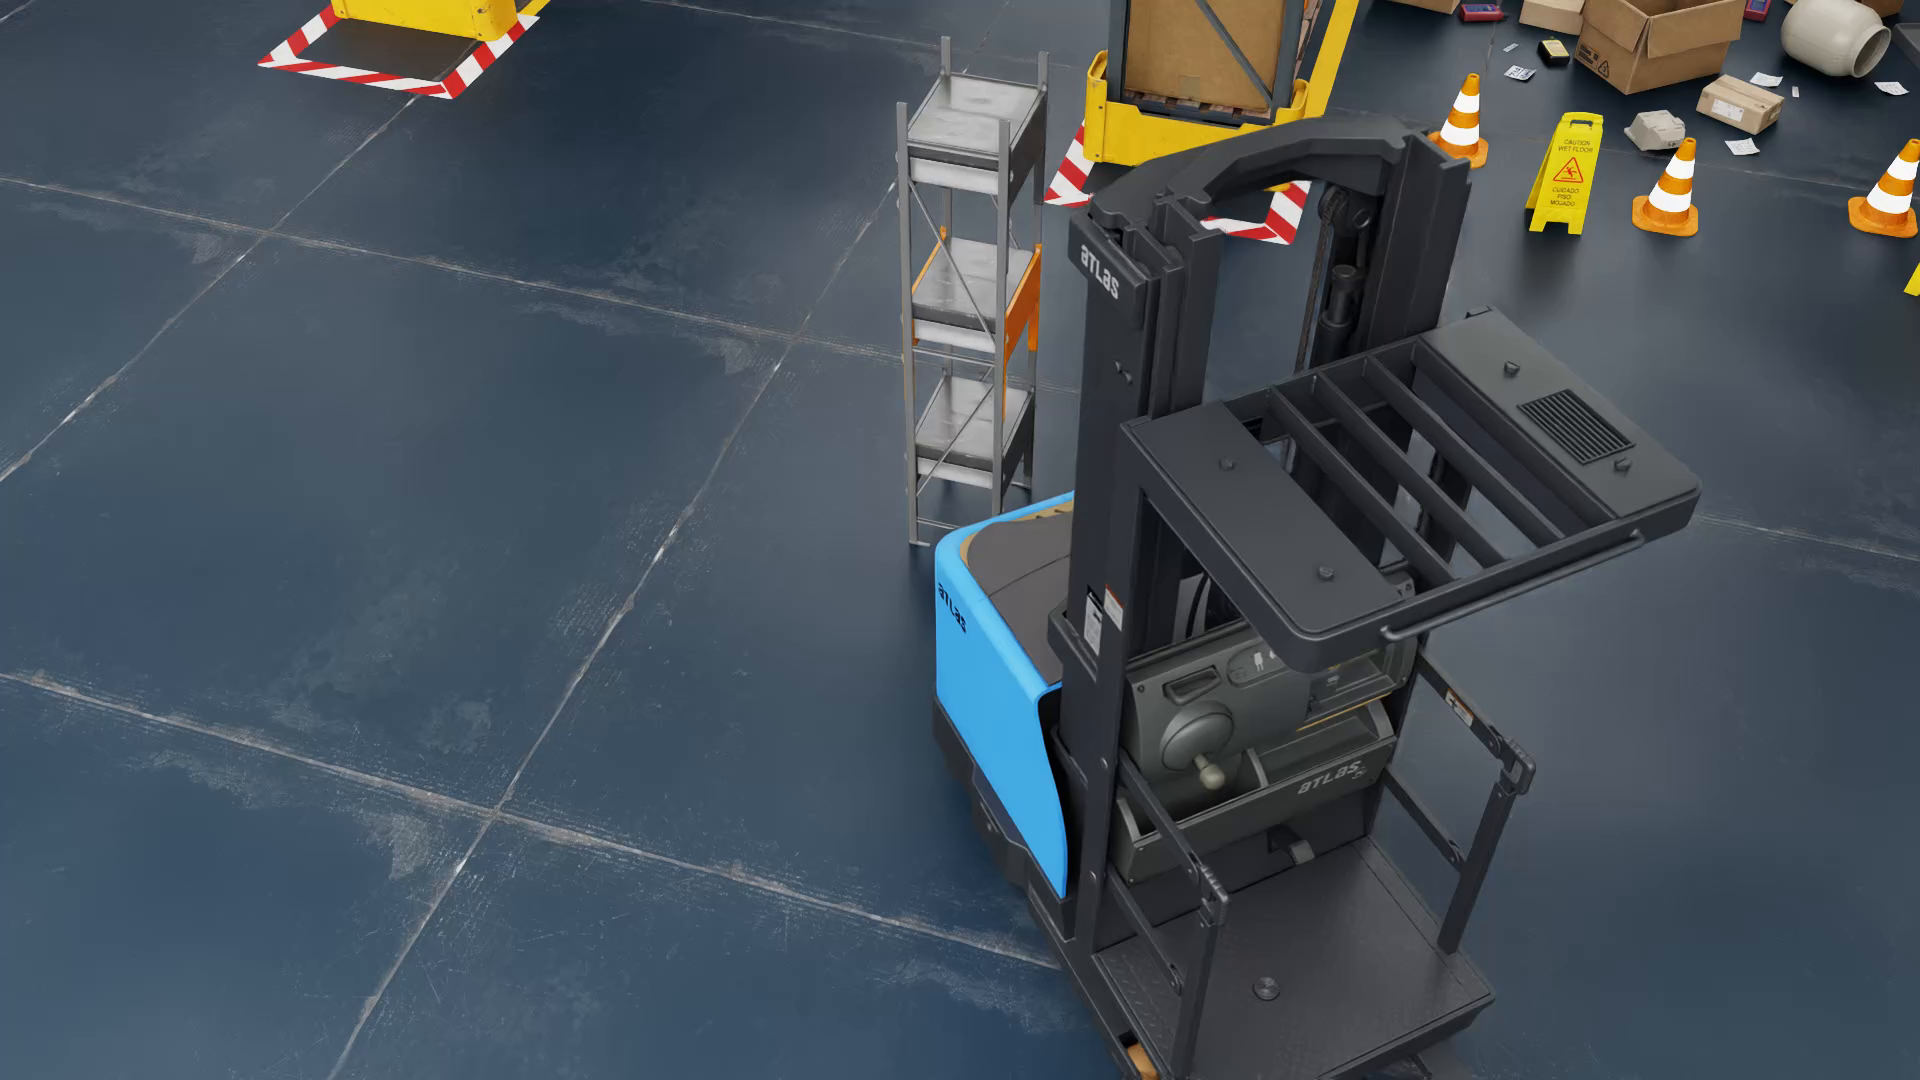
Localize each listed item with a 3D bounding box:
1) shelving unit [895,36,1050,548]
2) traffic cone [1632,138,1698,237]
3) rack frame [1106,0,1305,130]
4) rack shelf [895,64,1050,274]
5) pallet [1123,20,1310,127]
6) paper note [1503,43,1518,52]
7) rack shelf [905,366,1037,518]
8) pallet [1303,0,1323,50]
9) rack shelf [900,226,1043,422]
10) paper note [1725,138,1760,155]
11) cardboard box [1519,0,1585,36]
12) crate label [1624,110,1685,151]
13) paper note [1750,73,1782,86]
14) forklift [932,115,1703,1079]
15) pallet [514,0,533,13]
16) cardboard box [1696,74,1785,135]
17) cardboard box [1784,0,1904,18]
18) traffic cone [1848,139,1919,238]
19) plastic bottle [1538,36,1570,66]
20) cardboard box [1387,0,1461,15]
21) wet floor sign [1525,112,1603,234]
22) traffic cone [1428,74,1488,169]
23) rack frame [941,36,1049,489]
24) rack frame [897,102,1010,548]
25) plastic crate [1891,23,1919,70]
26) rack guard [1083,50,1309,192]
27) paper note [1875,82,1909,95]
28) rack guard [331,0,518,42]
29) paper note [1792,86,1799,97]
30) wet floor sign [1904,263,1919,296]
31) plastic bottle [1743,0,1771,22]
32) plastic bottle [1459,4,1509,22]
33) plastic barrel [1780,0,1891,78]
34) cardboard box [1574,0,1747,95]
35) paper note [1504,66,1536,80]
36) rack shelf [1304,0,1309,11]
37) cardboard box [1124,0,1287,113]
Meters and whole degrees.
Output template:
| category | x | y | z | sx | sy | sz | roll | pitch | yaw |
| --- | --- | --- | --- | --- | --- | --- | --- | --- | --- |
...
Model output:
| category | x | y | z | sx | sy | sz | roll | pitch | yaw |
| --- | --- | --- | --- | --- | --- | --- | --- | --- | --- |
| shelving unit | 0.050 | -0.861 | 6.527 | 0.431 | 2.100 | 0.503 | 13 | 46 | 12 |
| traffic cone | 3.779 | -1.899 | 8.759 | 0.336 | 0.463 | 0.334 | 13 | 46 | 13 |
| rack frame | 1.291 | -3.218 | 8.293 | 1.000 | 3.000 | 0.127 | 13 | 46 | 13 |
| rack shelf | 0.050 | -1.351 | 6.047 | 0.431 | 0.518 | 0.480 | 13 | 46 | 12 |
| pallet | 1.459 | -2.771 | 9.830 | 1.003 | 0.211 | 1.213 | 13 | 46 | 13 |
| paper note | 3.393 | -3.034 | 10.242 | 0.123 | 0.001 | 0.032 | -33 | 53 | -29 |
| rack shelf | 0.050 | -0.351 | 7.026 | 0.431 | 0.518 | 0.480 | 13 | 46 | 12 |
| pallet | 1.830 | -3.582 | 10.658 | 1.003 | 0.211 | 1.213 | 13 | 46 | 13 |
| rack shelf | 0.050 | -0.851 | 6.537 | 0.431 | 0.518 | 0.480 | 13 | 46 | 12 |
| paper note | 4.429 | -2.228 | 9.404 | 0.148 | 0.019 | 0.142 | -2 | 44 | -2 |
| cardboard box | 3.737 | -3.371 | 10.405 | 0.396 | 0.266 | 0.258 | 20 | 48 | 19 |
| crate label | 3.958 | -2.320 | 9.421 | 0.250 | 0.136 | 0.298 | -9 | 45 | -9 |
| paper note | 4.829 | -2.758 | 9.954 | 0.148 | 0.019 | 0.142 | 28 | 51 | 26 |
| forklift | 0.990 | 0.492 | 4.550 | 1.130 | 2.935 | 3.031 | -19 | 47 | -18 |
| pallet | -3.103 | -3.924 | 11.008 | 1.003 | 0.211 | 1.213 | 13 | 46 | 13 |
| cardboard box | 4.511 | -2.519 | 9.617 | 0.250 | 0.149 | 0.380 | -33 | 53 | -29 |
| cardboard box | 5.629 | -3.585 | 10.453 | 0.500 | 0.500 | 0.500 | -24 | 49 | -22 |
| traffic cone | 4.940 | -1.890 | 8.750 | 0.336 | 0.463 | 0.334 | 13 | 46 | 13 |
| plastic bottle | 3.621 | -2.996 | 10.167 | 0.133 | 0.061 | 0.283 | -2 | 44 | -2 |
| cardboard box | 3.010 | -3.740 | 10.612 | 0.500 | 0.500 | 0.500 | 20 | 48 | 19 |
| wet floor sign | 3.169 | -1.938 | 8.668 | 0.267 | 0.644 | 0.232 | 5 | 45 | 5 |
| traffic cone | 2.805 | -2.365 | 9.235 | 0.336 | 0.463 | 0.334 | 13 | 46 | 13 |
| rack frame | 0.124 | -1.023 | 6.694 | 0.400 | 2.100 | 0.015 | 13 | 46 | 12 |
| rack frame | -0.024 | -0.698 | 6.361 | 0.400 | 2.100 | 0.015 | 13 | 46 | 12 |
| plastic crate | 5.994 | -2.987 | 10.144 | 0.402 | 0.080 | 0.583 | -2 | 44 | -2 |
| rack guard | 1.284 | -2.309 | 9.151 | 1.175 | 0.500 | 0.348 | 13 | 46 | 13 |
| paper note | 5.537 | -2.690 | 9.876 | 0.142 | 0.019 | 0.148 | -2 | 44 | -2 |
| rack guard | -3.382 | -3.493 | 10.362 | 1.175 | 0.500 | 0.348 | 13 | 46 | 13 |
| paper note | 4.953 | -2.658 | 9.858 | 0.032 | 0.001 | 0.123 | 13 | 46 | 13 |
| wet floor sign | 4.962 | -1.496 | 8.216 | 0.267 | 0.644 | 0.232 | 28 | 51 | 26 |
| plastic bottle | 5.073 | -3.390 | 10.570 | 0.133 | 0.061 | 0.283 | 20 | 48 | 19 |
| plastic bottle | 3.314 | -3.333 | 10.511 | 0.283 | 0.061 | 0.133 | -2 | 44 | -2 |
| plastic barrel | 5.222 | -3.014 | 9.926 | 0.421 | 0.421 | 0.512 | -24 | 49 | -22 |
| cardboard box | 4.158 | -3.052 | 9.908 | 0.797 | 0.503 | 0.637 | -16 | 47 | -16 |
| paper note | 3.372 | -2.814 | 10.004 | 0.144 | 0.017 | 0.142 | 28 | 51 | 26 |
| rack shelf | 1.897 | -4.294 | 9.907 | 1.077 | 0.370 | 4.000 | 13 | 46 | 13 |
| cardboard box | 1.434 | -3.075 | 9.366 | 0.875 | 0.875 | 0.875 | 13 | 46 | 13 |
